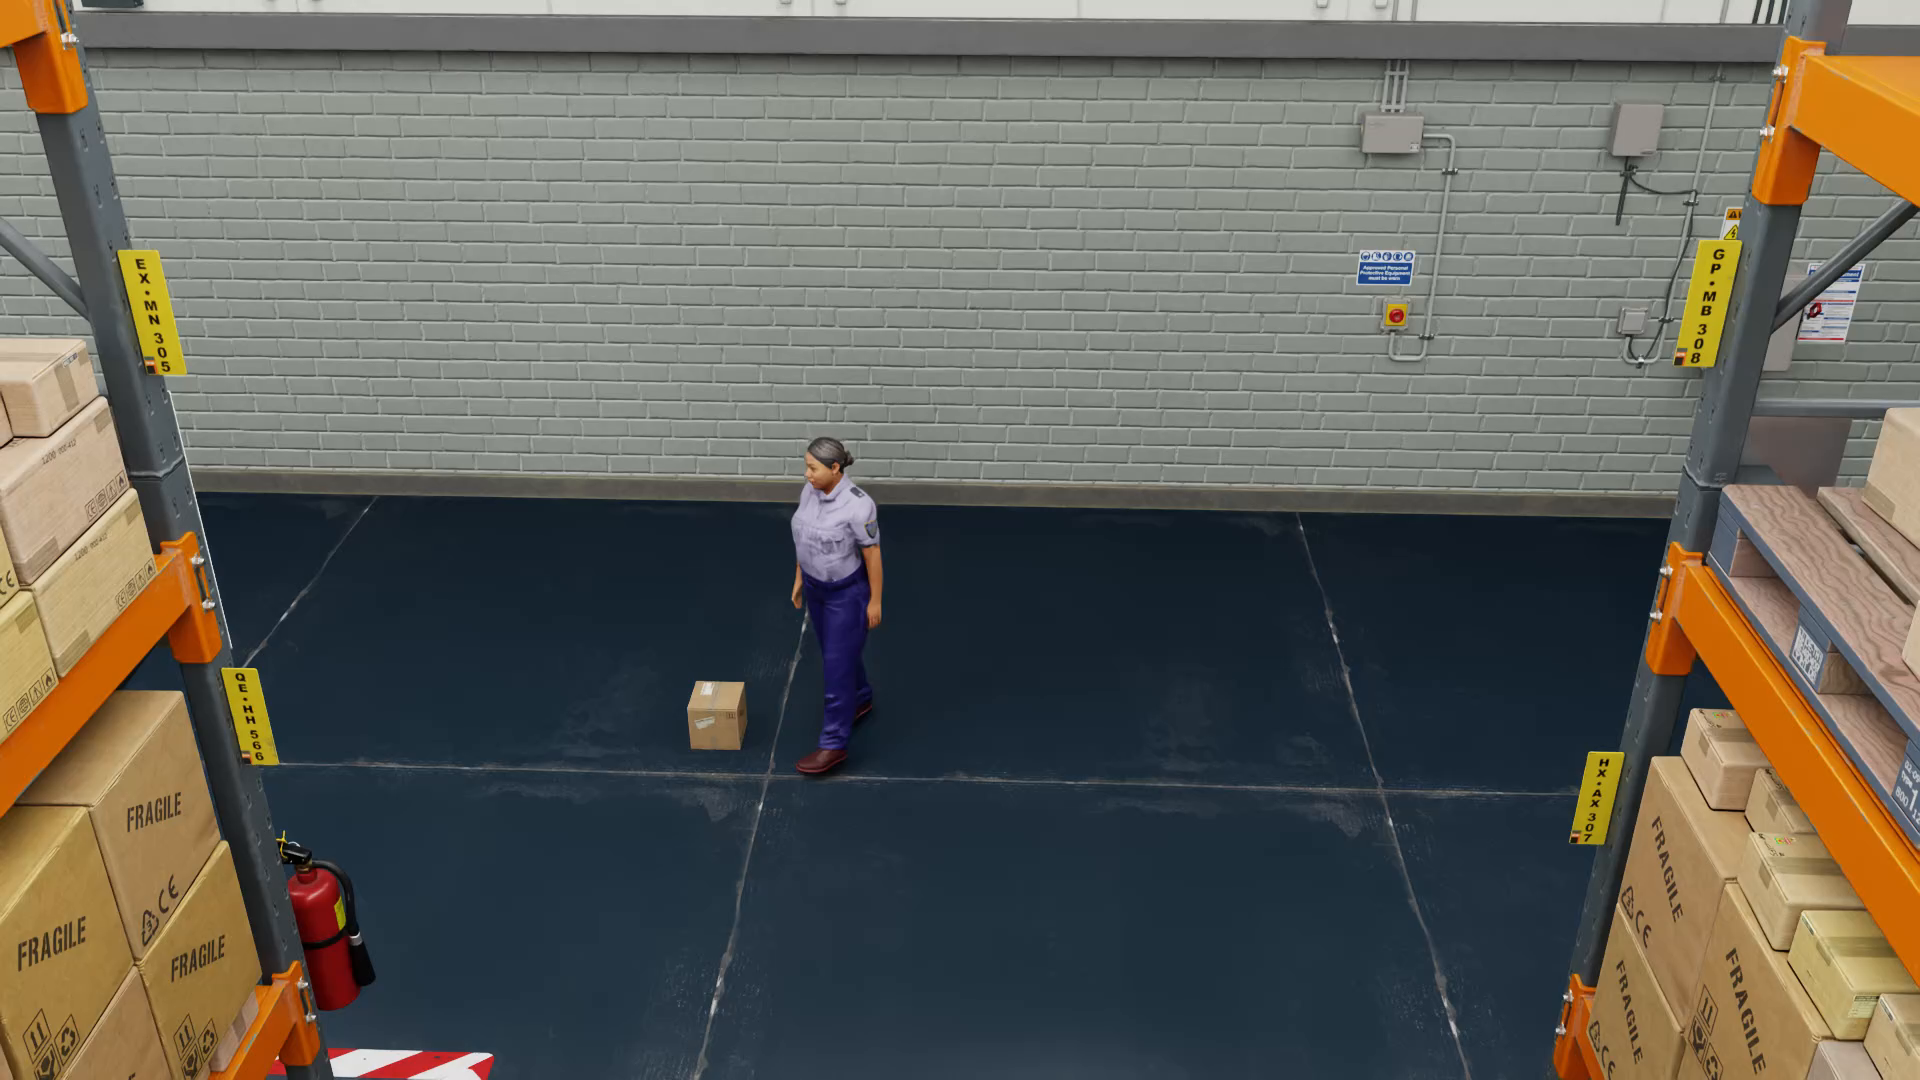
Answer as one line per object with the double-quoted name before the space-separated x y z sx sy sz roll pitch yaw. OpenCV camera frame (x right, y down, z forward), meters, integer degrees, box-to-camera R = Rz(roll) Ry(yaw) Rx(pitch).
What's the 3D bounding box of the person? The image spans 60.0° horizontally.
"person" -0.671 0.289 8.078 0.691 1.631 0.524 -24 36 -37
